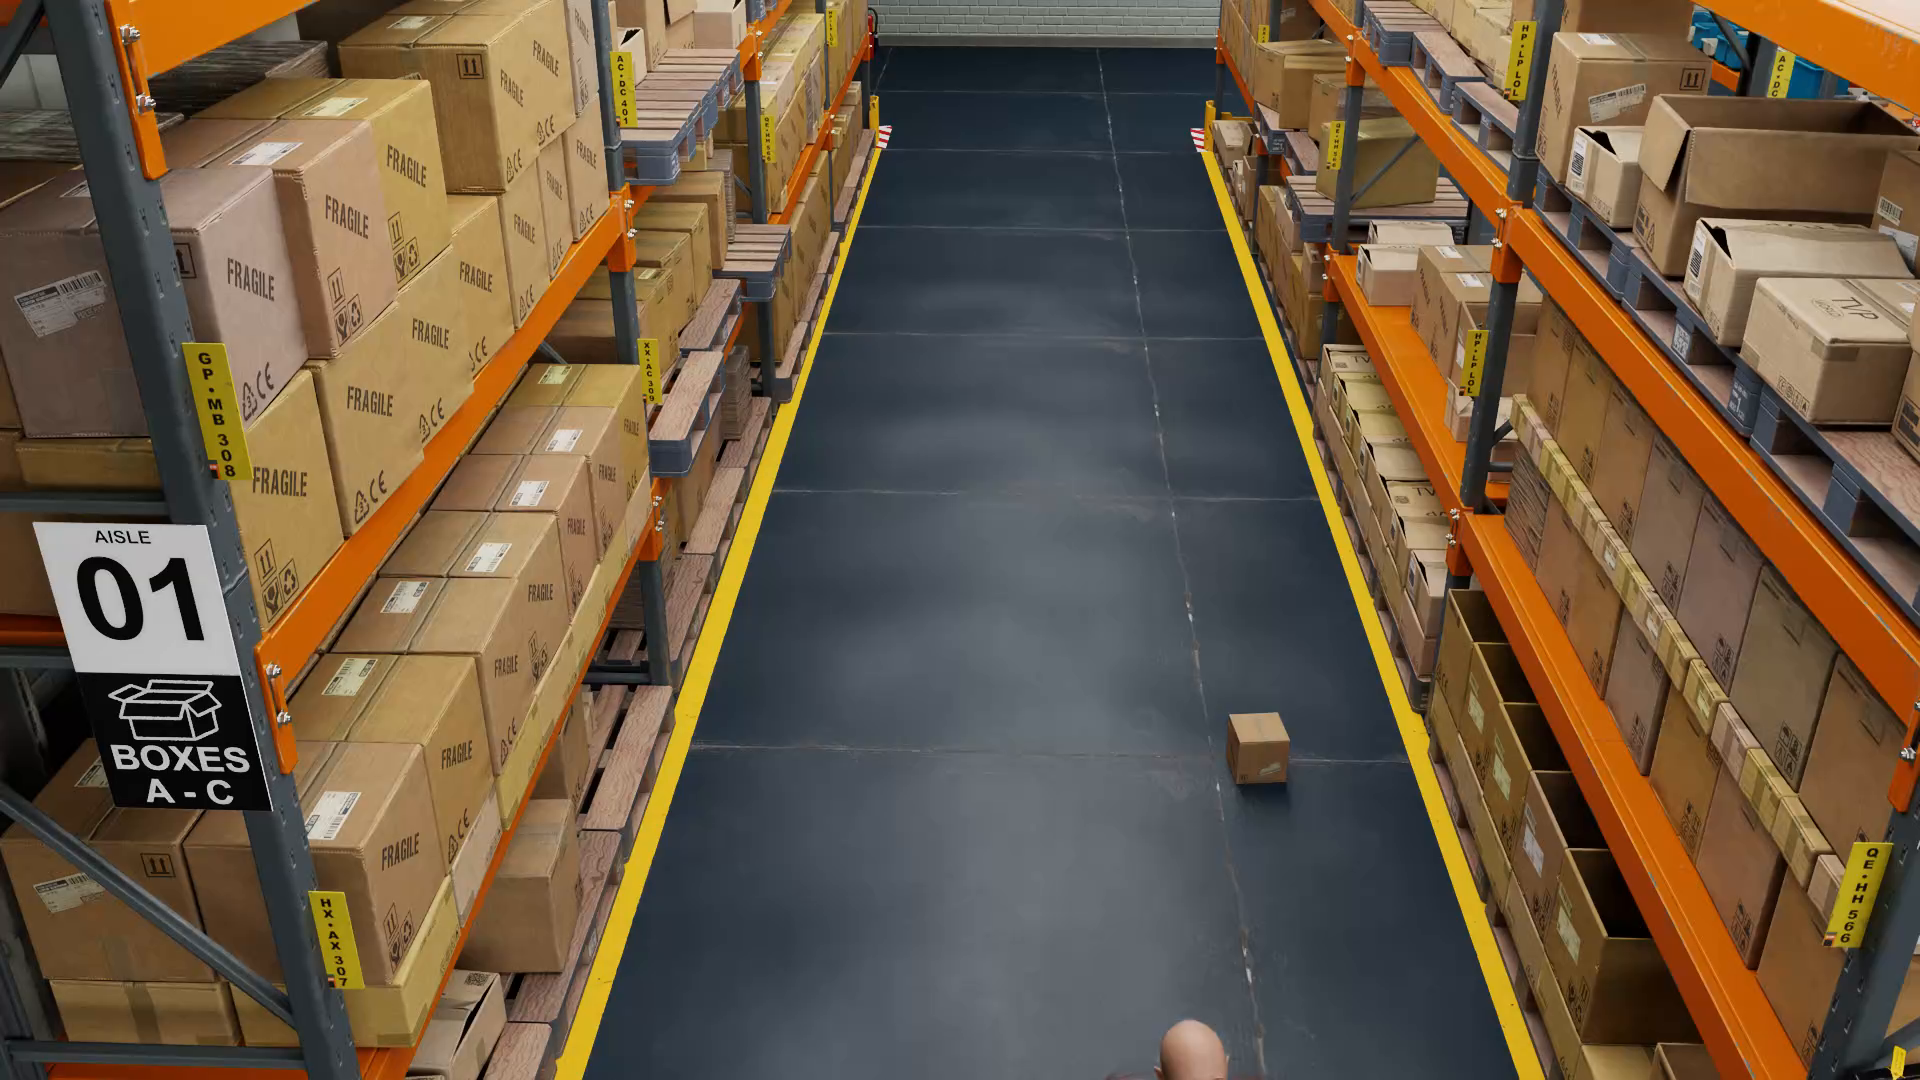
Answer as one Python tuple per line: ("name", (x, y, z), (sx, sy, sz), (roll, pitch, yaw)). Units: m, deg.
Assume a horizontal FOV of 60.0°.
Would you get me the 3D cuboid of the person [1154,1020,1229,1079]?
("person", (0.614, 2.086, 4.607), (0.569, 1.791, 0.503), (1, 28, 3))
